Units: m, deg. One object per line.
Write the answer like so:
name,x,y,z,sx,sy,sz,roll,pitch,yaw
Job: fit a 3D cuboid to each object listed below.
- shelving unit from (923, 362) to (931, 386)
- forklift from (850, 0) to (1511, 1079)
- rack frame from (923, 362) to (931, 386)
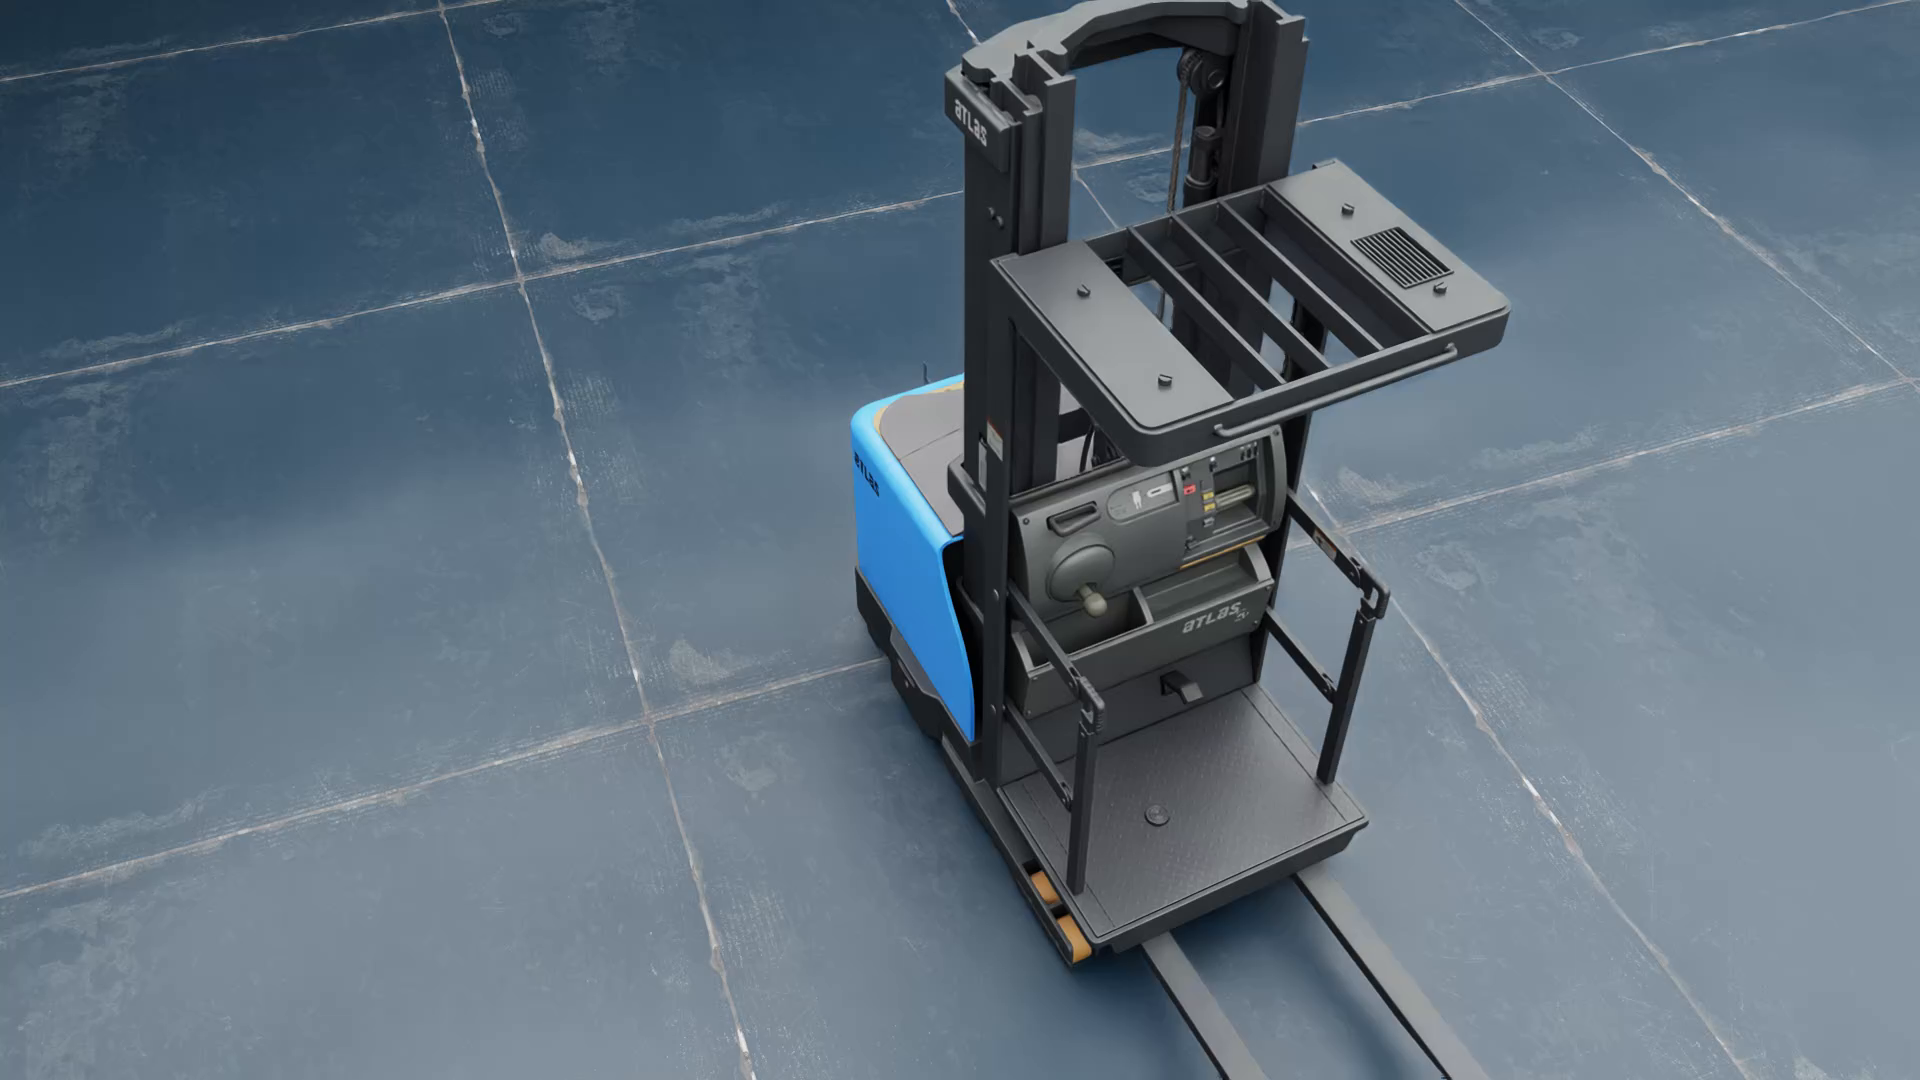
shelving unit,0.002,-0.328,6.751,0.210,0.900,0.258,-18,48,-17
forklift,0.696,0.029,4.961,1.130,2.935,3.031,-20,48,-18
rack frame,-0.091,-0.299,6.721,0.006,0.900,0.240,-18,48,-17
